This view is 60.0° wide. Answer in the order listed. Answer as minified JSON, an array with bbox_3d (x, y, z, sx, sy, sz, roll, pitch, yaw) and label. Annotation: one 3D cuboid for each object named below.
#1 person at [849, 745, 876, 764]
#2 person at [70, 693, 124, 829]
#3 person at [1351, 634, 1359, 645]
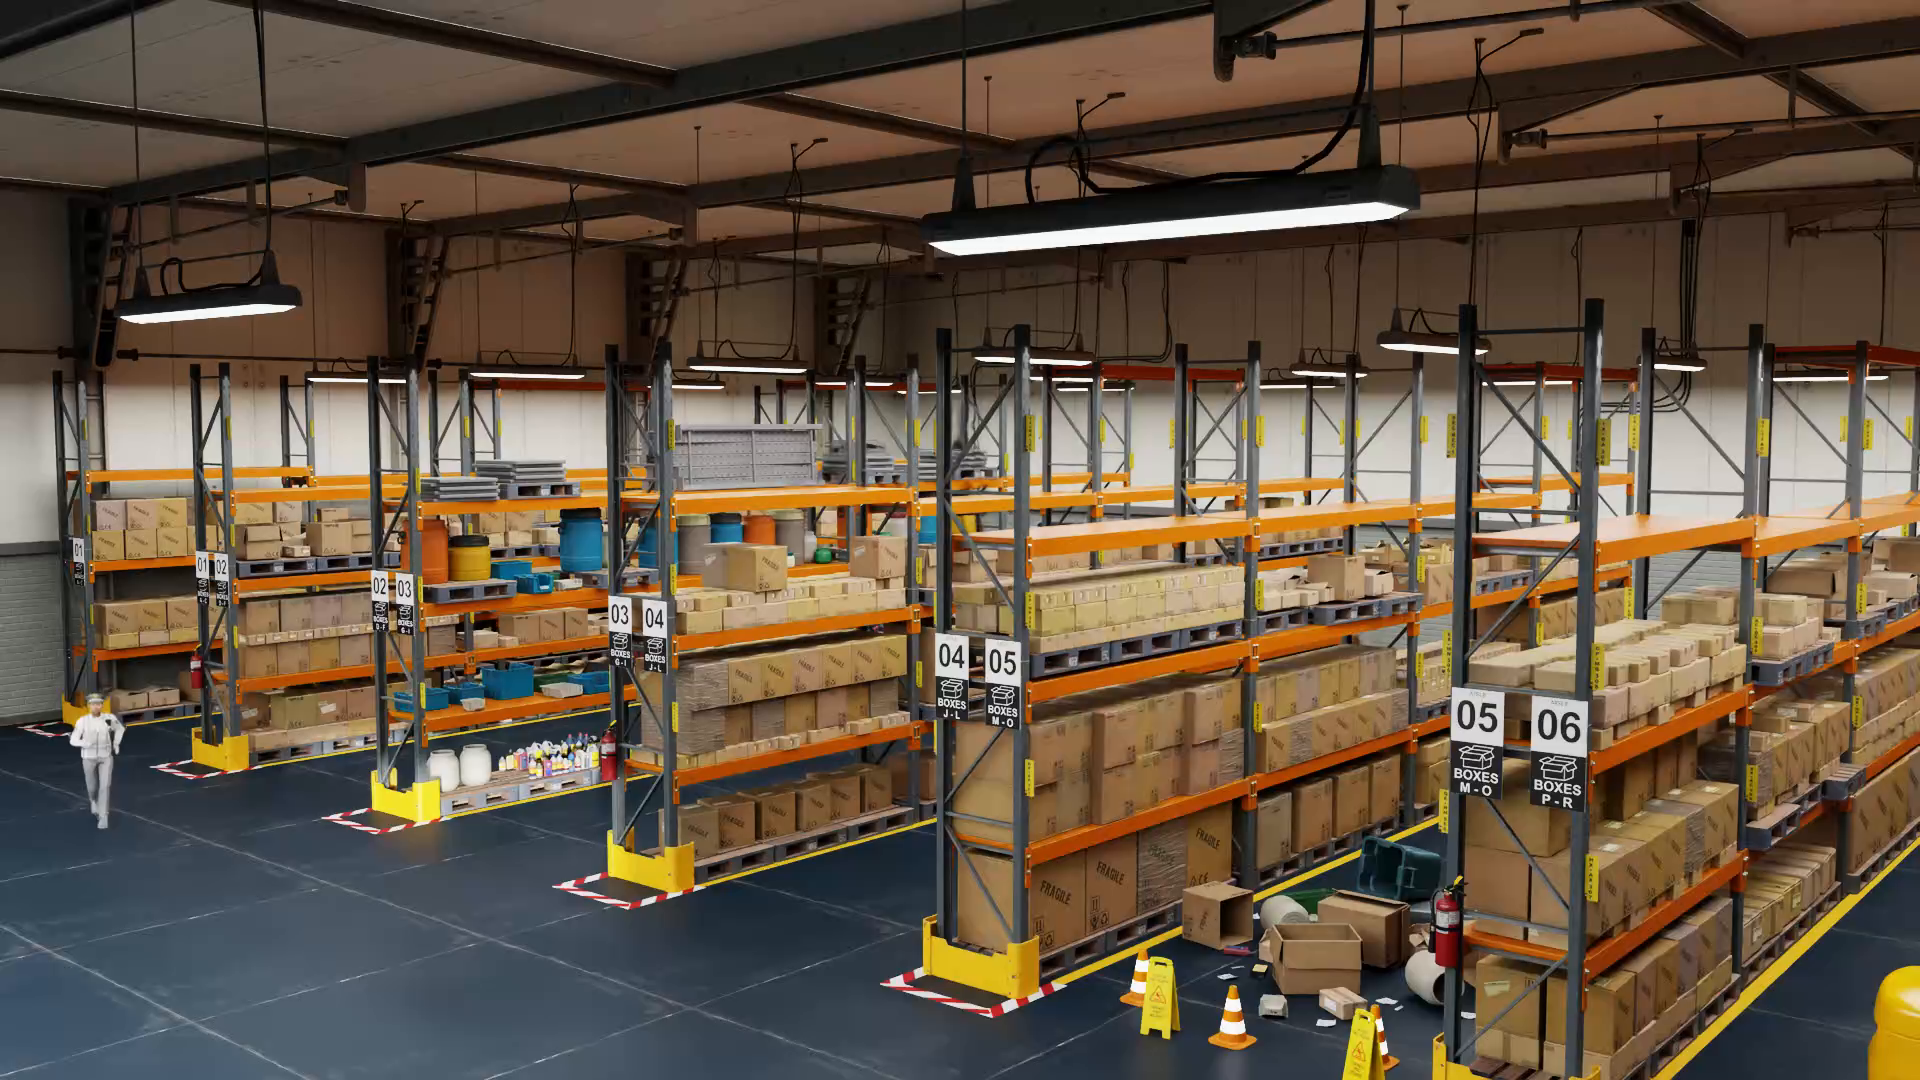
[{"bbox_3d":[-1.311,2.609,23.541,0.690,1.716,0.587,3,5,33],"label":"person"},{"bbox_3d":[-10.952,2.766,21.103,0.583,1.662,0.958,-2,5,-28],"label":"person"},{"bbox_3d":[6.549,2.345,27.796,0.539,1.582,0.893,3,5,35],"label":"person"}]
